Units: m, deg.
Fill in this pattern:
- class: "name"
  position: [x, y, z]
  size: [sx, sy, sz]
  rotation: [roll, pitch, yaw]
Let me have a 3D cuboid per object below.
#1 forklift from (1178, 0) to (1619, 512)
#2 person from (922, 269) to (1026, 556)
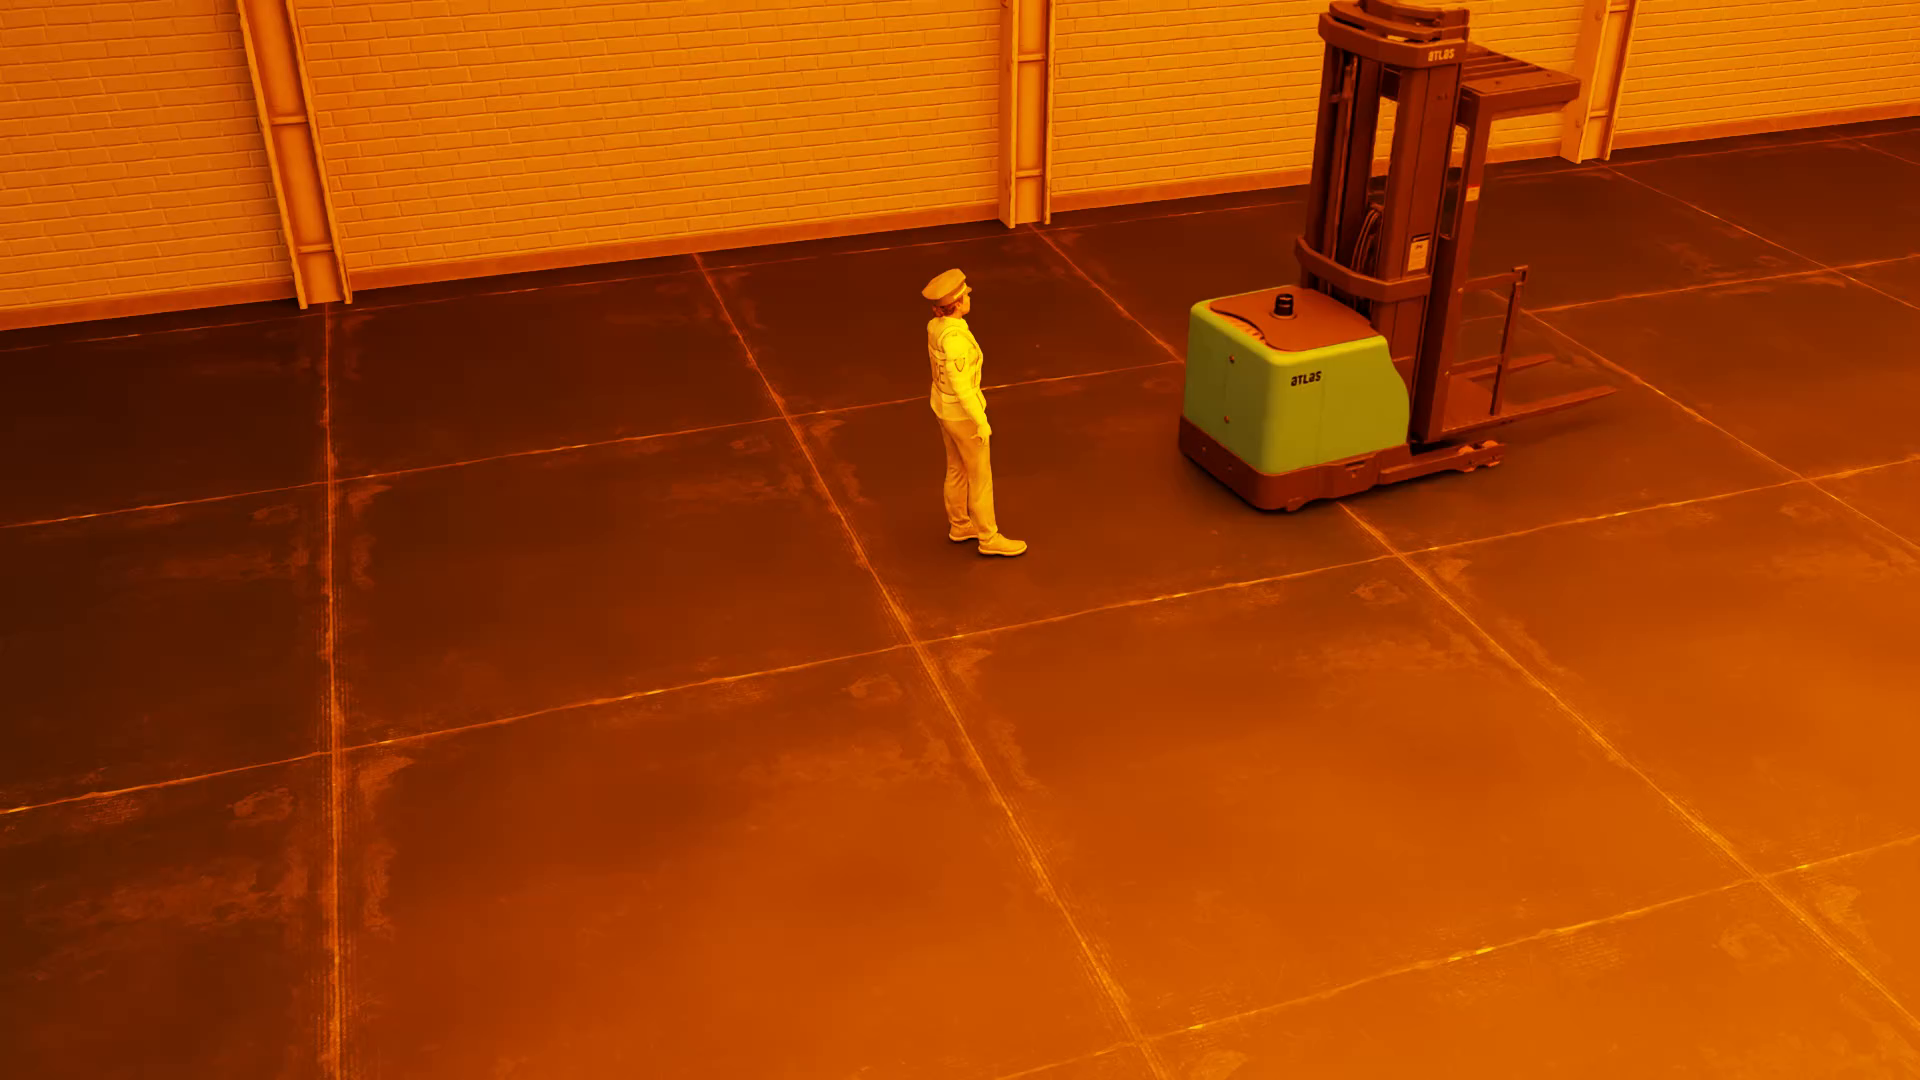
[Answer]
- class: "forklift"
  position: [2.994, -1.934, 10.448]
  size: [3.031, 2.935, 1.130]
  rotation: [-13, 32, -22]
- class: "person"
  position: [0.067, -0.749, 9.613]
  size: [0.531, 1.695, 0.588]
  rotation: [-10, 31, -16]
